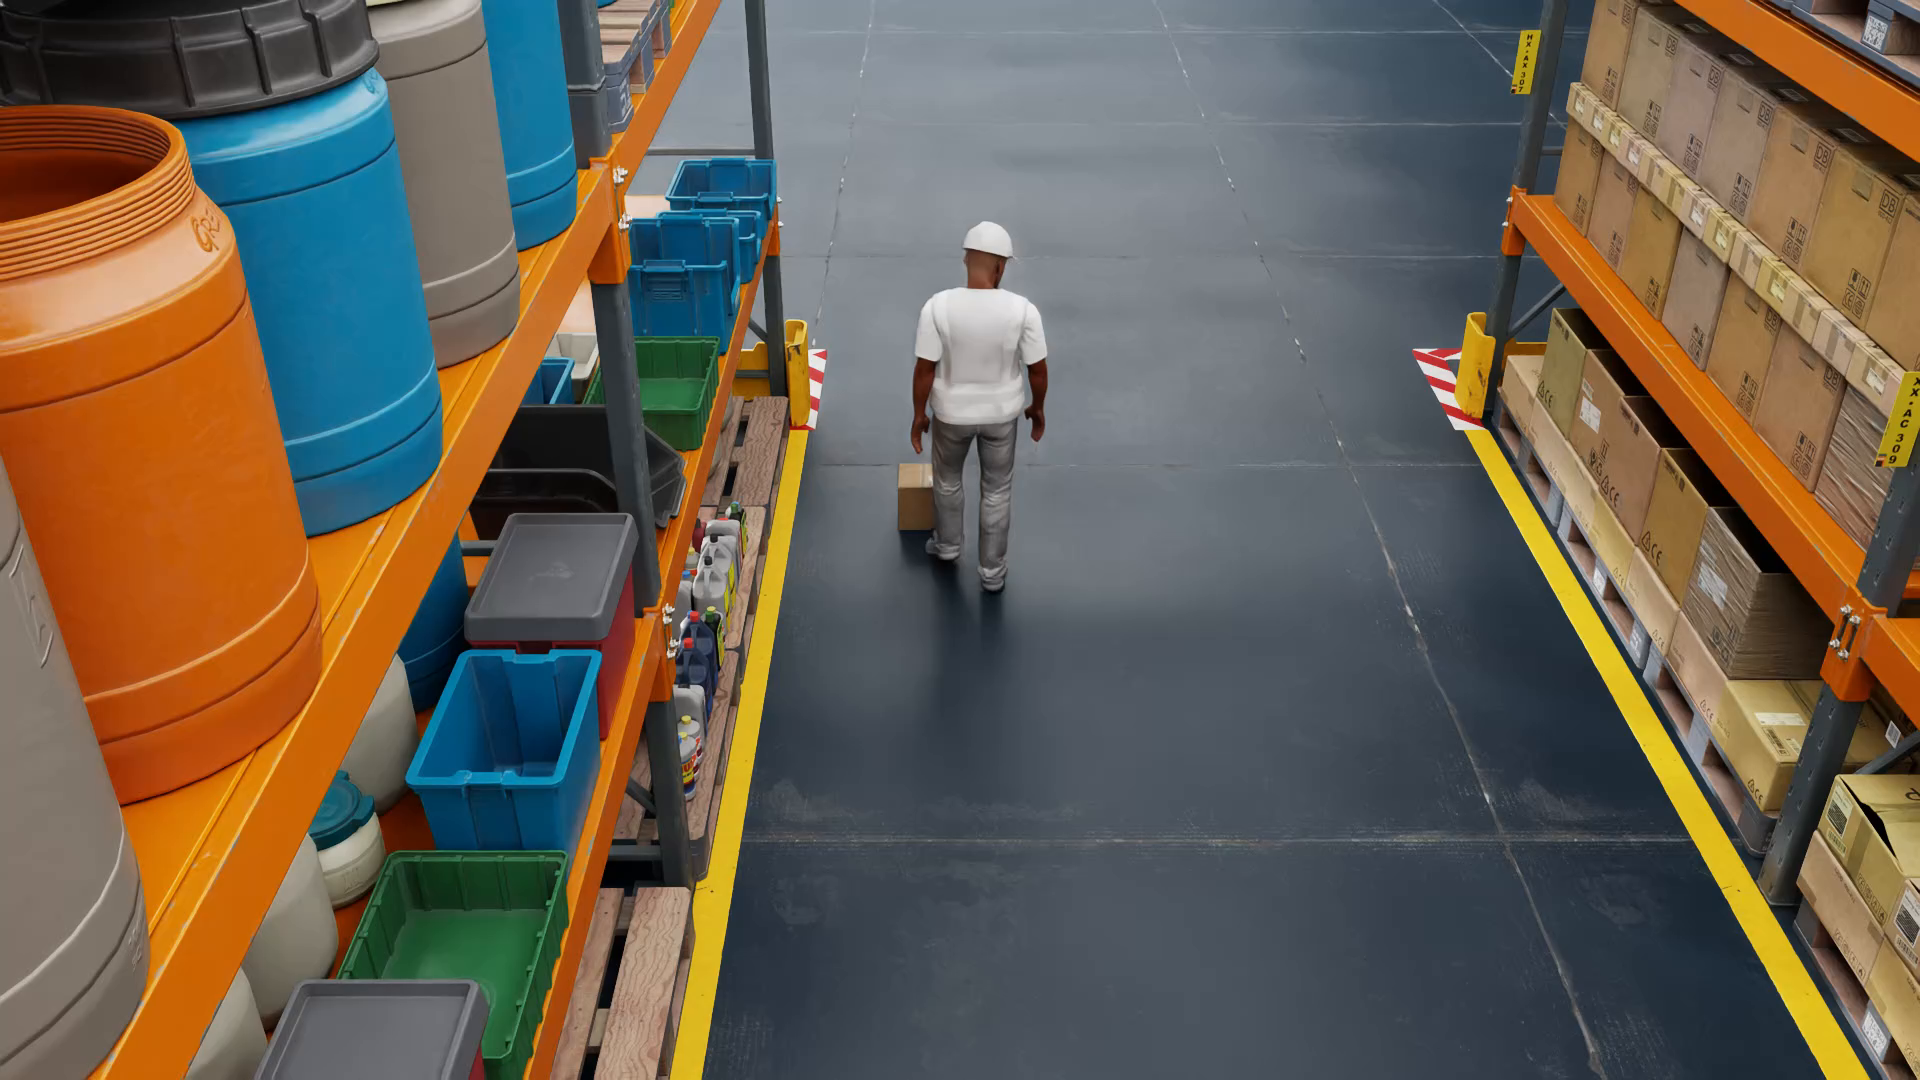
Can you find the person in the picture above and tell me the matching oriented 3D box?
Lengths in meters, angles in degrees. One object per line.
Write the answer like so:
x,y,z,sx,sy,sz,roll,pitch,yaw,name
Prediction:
0.086,-0.610,7.614,0.615,1.801,0.550,0,31,0,person
